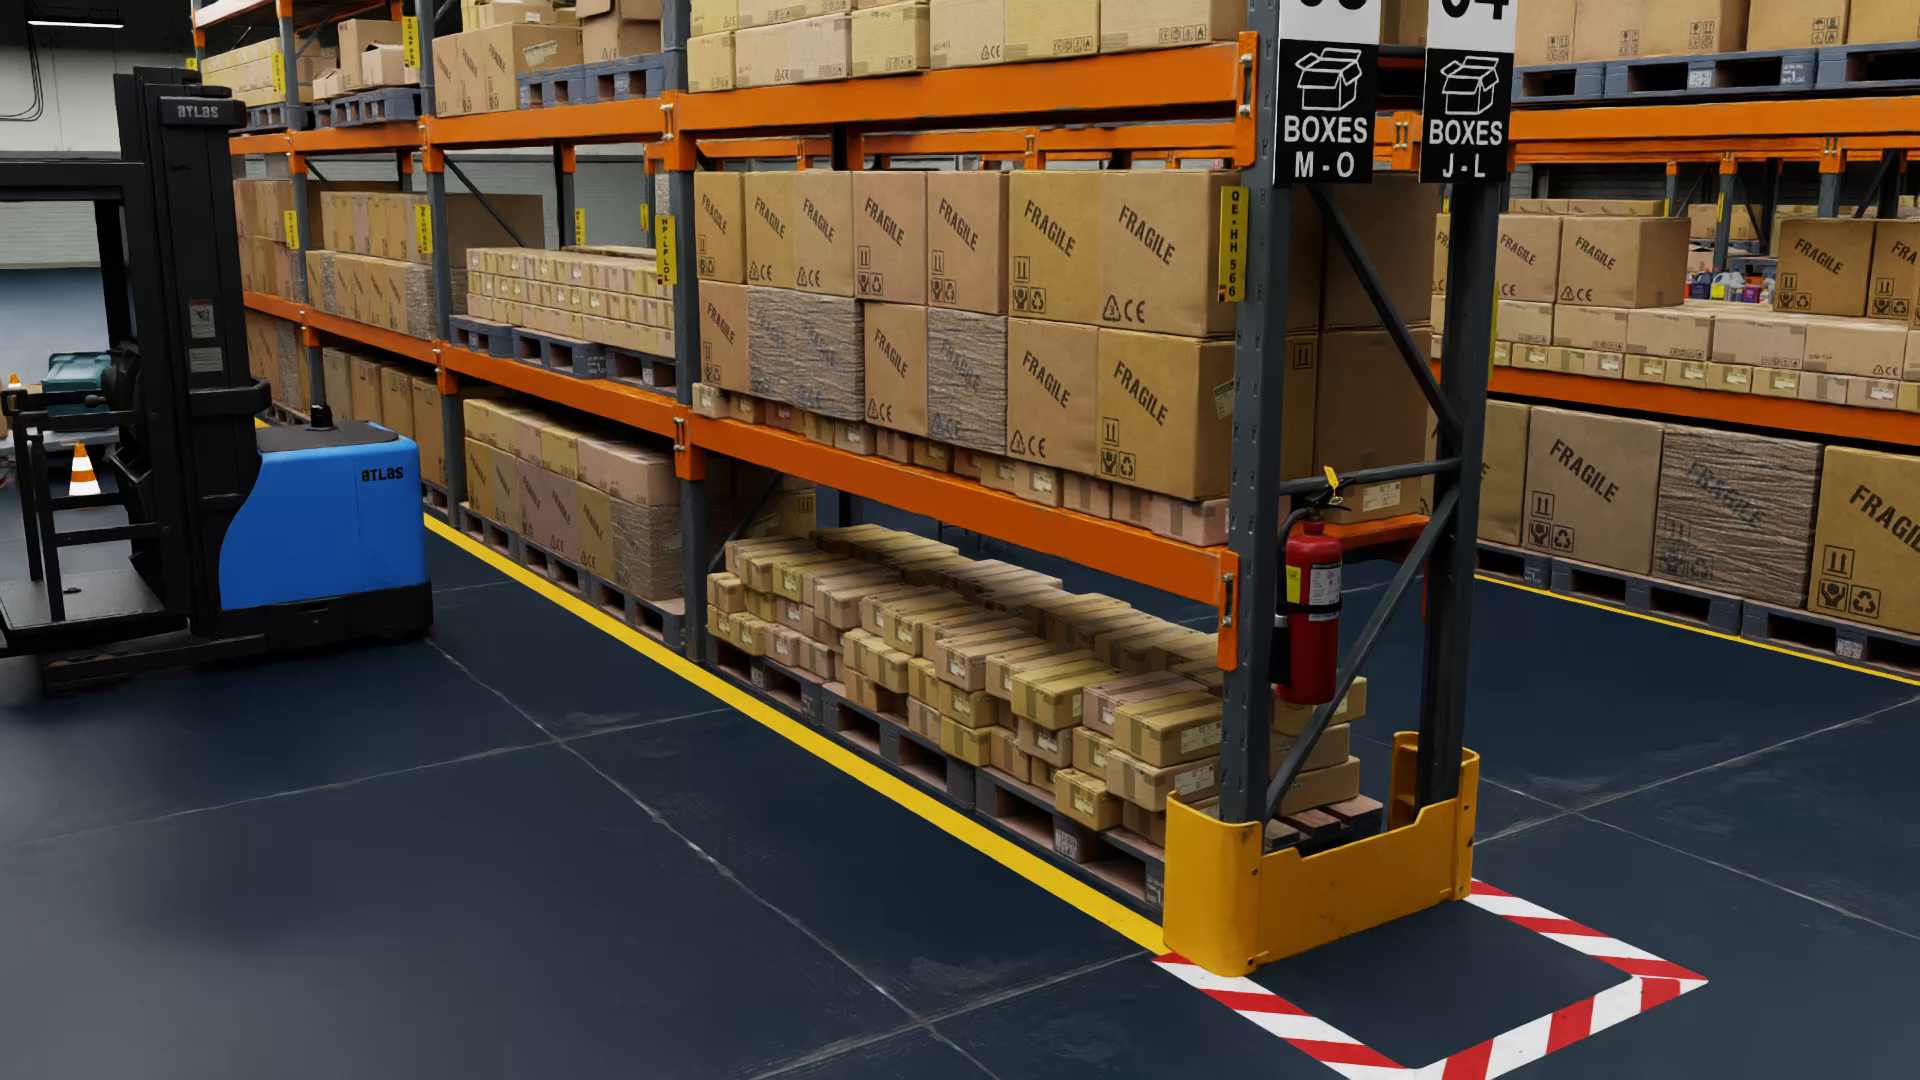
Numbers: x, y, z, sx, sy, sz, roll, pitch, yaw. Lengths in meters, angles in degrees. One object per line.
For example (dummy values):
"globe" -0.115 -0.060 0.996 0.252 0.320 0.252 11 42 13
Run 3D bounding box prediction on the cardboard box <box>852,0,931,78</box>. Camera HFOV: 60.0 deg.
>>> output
"cardboard box" -0.080 -1.903 6.370 0.500 0.250 0.500 -7 14 -30

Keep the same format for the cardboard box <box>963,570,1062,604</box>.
"cardboard box" 0.238 0.252 7.484 0.380 0.149 0.250 -9 15 -35

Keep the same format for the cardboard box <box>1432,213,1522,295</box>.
"cardboard box" 3.277 -1.792 10.436 0.500 0.500 0.500 -8 15 -33

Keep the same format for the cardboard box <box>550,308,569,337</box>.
"cardboard box" -2.217 -1.309 9.930 0.380 0.149 0.250 -9 15 -35

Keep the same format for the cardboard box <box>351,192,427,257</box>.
"cardboard box" -4.546 -2.592 13.617 0.700 0.500 0.500 -8 15 -32

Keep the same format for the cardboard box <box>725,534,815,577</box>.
"cardboard box" -0.942 0.082 8.261 0.380 0.149 0.250 -7 14 -30

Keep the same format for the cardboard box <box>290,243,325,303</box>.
"cardboard box" -5.607 -2.461 15.241 0.875 0.550 0.550 -8 15 -33

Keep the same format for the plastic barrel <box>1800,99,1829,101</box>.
"plastic barrel" 7.265 -3.916 13.925 0.433 0.535 0.433 0 12 0

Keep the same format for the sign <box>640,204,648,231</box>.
"sign" -3.875 -3.962 20.433 0.100 0.325 0.005 -8 15 -33

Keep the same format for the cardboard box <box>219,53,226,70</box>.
"cardboard box" -7.126 -4.743 16.511 0.380 0.149 0.250 -8 15 -34

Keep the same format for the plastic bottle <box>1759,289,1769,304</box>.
"plastic bottle" 6.774 -2.008 13.987 0.097 0.201 0.097 0 12 0

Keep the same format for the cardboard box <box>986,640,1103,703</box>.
"cardboard box" 0.320 0.508 6.316 0.380 0.149 0.250 -9 15 -35

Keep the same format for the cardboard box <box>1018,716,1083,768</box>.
"cardboard box" 0.437 0.701 6.129 0.380 0.149 0.250 -9 15 -35

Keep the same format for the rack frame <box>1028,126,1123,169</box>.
"rack frame" 1.009 -2.181 14.313 1.000 3.000 0.127 -8 15 -33

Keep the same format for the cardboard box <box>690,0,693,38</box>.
"cardboard box" -1.079 -2.700 8.449 0.700 0.500 0.500 -8 15 -33

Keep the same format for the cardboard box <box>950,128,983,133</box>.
"cardboard box" 0.255 -3.715 14.659 0.500 0.250 0.500 -8 15 -33

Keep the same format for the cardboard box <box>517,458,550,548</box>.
"cardboard box" -2.427 -0.260 10.398 0.500 0.500 0.500 -9 15 -34

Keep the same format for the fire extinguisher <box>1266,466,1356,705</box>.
"fire extinguisher" 1.011 0.130 4.798 0.296 0.674 0.183 -8 15 -33

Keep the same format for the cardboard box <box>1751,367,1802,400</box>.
"cardboard box" 4.403 -0.841 8.775 0.380 0.149 0.250 -8 15 -34

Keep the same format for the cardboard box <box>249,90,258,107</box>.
"cardboard box" -6.423 -4.127 15.564 0.380 0.149 0.250 -8 15 -32

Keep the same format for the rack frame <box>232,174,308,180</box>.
"rack frame" -7.609 -3.035 18.217 1.000 3.000 0.127 -8 15 -33

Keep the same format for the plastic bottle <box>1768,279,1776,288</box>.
"plastic bottle" 7.206 -2.188 14.634 0.152 0.276 0.135 -8 15 -33

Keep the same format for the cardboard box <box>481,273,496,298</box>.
"cardboard box" -2.924 -1.682 10.940 0.380 0.149 0.250 -7 14 -30

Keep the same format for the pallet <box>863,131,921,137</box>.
"pallet" -0.377 -3.959 15.864 1.213 0.211 1.003 -8 15 -33

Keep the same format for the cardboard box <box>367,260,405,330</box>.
"cardboard box" -4.202 -1.887 12.734 0.500 0.500 0.500 -8 15 -34

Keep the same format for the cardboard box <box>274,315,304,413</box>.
"cardboard box" -6.185 -1.770 16.426 0.875 0.875 0.875 -8 15 -32

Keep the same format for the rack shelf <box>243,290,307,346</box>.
"rack shelf" -6.501 -2.327 16.667 1.077 0.370 4.000 -8 15 -33

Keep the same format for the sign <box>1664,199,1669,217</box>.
"sign" 10.716 -5.008 25.217 0.100 0.325 0.005 -8 15 -33

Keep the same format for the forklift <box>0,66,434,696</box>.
"forklift" -4.345 -0.814 8.224 3.031 2.935 1.130 -8 15 -33

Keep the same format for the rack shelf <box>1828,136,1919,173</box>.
"rack shelf" 8.456 -2.814 11.871 1.077 0.370 4.000 -8 15 -33

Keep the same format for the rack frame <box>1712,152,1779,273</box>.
"rack frame" 9.258 -3.353 19.672 1.000 3.000 0.127 -8 15 -33

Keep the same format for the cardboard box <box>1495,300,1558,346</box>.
"cardboard box" 3.539 -1.338 10.113 0.500 0.250 0.500 -8 15 -33

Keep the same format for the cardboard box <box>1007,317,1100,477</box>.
"cardboard box" 0.512 -0.525 5.810 0.500 0.500 0.500 -8 15 -34

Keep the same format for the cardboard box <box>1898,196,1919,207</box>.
"cardboard box" 12.973 -4.634 22.747 0.380 0.149 0.250 -11 17 -42

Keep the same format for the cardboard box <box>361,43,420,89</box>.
"cardboard box" -4.005 -3.438 12.032 0.500 0.311 0.500 -8 15 -33

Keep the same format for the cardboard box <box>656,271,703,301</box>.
"cardboard box" -1.345 -1.322 8.597 0.380 0.149 0.250 -7 14 -30

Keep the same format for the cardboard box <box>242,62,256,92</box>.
"cardboard box" -6.434 -4.351 15.652 0.500 0.250 0.500 -8 15 -33

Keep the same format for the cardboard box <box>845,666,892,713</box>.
"cardboard box" -0.273 0.616 7.214 0.380 0.149 0.250 -9 15 -34

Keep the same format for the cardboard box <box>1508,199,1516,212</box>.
"cardboard box" 9.227 -5.456 27.838 0.500 0.500 0.500 -8 15 -33

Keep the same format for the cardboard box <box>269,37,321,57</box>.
"cardboard box" -5.861 -4.337 14.654 0.380 0.149 0.250 -8 15 -33

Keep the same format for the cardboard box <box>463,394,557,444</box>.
"cardboard box" -2.996 -0.811 11.161 0.500 0.250 0.500 -9 15 -35

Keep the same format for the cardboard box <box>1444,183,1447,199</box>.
"cardboard box" 6.790 -4.825 23.133 0.700 0.500 0.500 -8 15 -32

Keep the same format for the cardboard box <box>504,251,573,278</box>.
"cardboard box" -2.652 -1.741 10.514 0.380 0.149 0.250 -9 15 -35

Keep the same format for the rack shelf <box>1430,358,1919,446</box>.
"rack shelf" 4.333 -0.762 9.510 1.077 0.370 4.000 -8 15 -33

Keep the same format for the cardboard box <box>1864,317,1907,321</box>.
"cardboard box" 5.106 -1.039 8.747 0.500 0.250 0.500 -8 15 -33

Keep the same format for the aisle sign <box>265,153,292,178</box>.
"aisle sign" -7.398 -4.353 18.159 0.394 0.787 0.004 -8 15 -33

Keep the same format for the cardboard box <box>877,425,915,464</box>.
"cardboard box" -0.118 -0.418 6.839 0.380 0.149 0.250 -7 14 -31

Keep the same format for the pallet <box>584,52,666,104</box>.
"pallet" -1.213 -2.396 8.717 1.213 0.211 1.003 -8 15 -33

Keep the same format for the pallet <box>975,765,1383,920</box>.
"pallet" 0.793 1.011 6.244 1.003 0.211 1.213 -8 15 -33

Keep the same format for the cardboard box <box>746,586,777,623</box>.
"cardboard box" -0.811 0.279 8.060 0.380 0.149 0.250 -8 15 -32

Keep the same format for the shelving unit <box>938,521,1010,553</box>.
"shelving unit" 0.092 -0.557 11.099 0.258 1.200 0.503 -8 15 -33

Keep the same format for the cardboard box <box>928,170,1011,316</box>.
"cardboard box" 0.219 -1.105 6.123 0.500 0.500 0.500 -7 14 -30

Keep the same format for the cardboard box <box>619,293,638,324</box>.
"cardboard box" -1.627 -1.267 9.041 0.380 0.149 0.250 -7 14 -30

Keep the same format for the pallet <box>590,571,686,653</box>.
"pallet" -1.393 0.324 9.388 1.003 0.211 1.213 -8 15 -33
